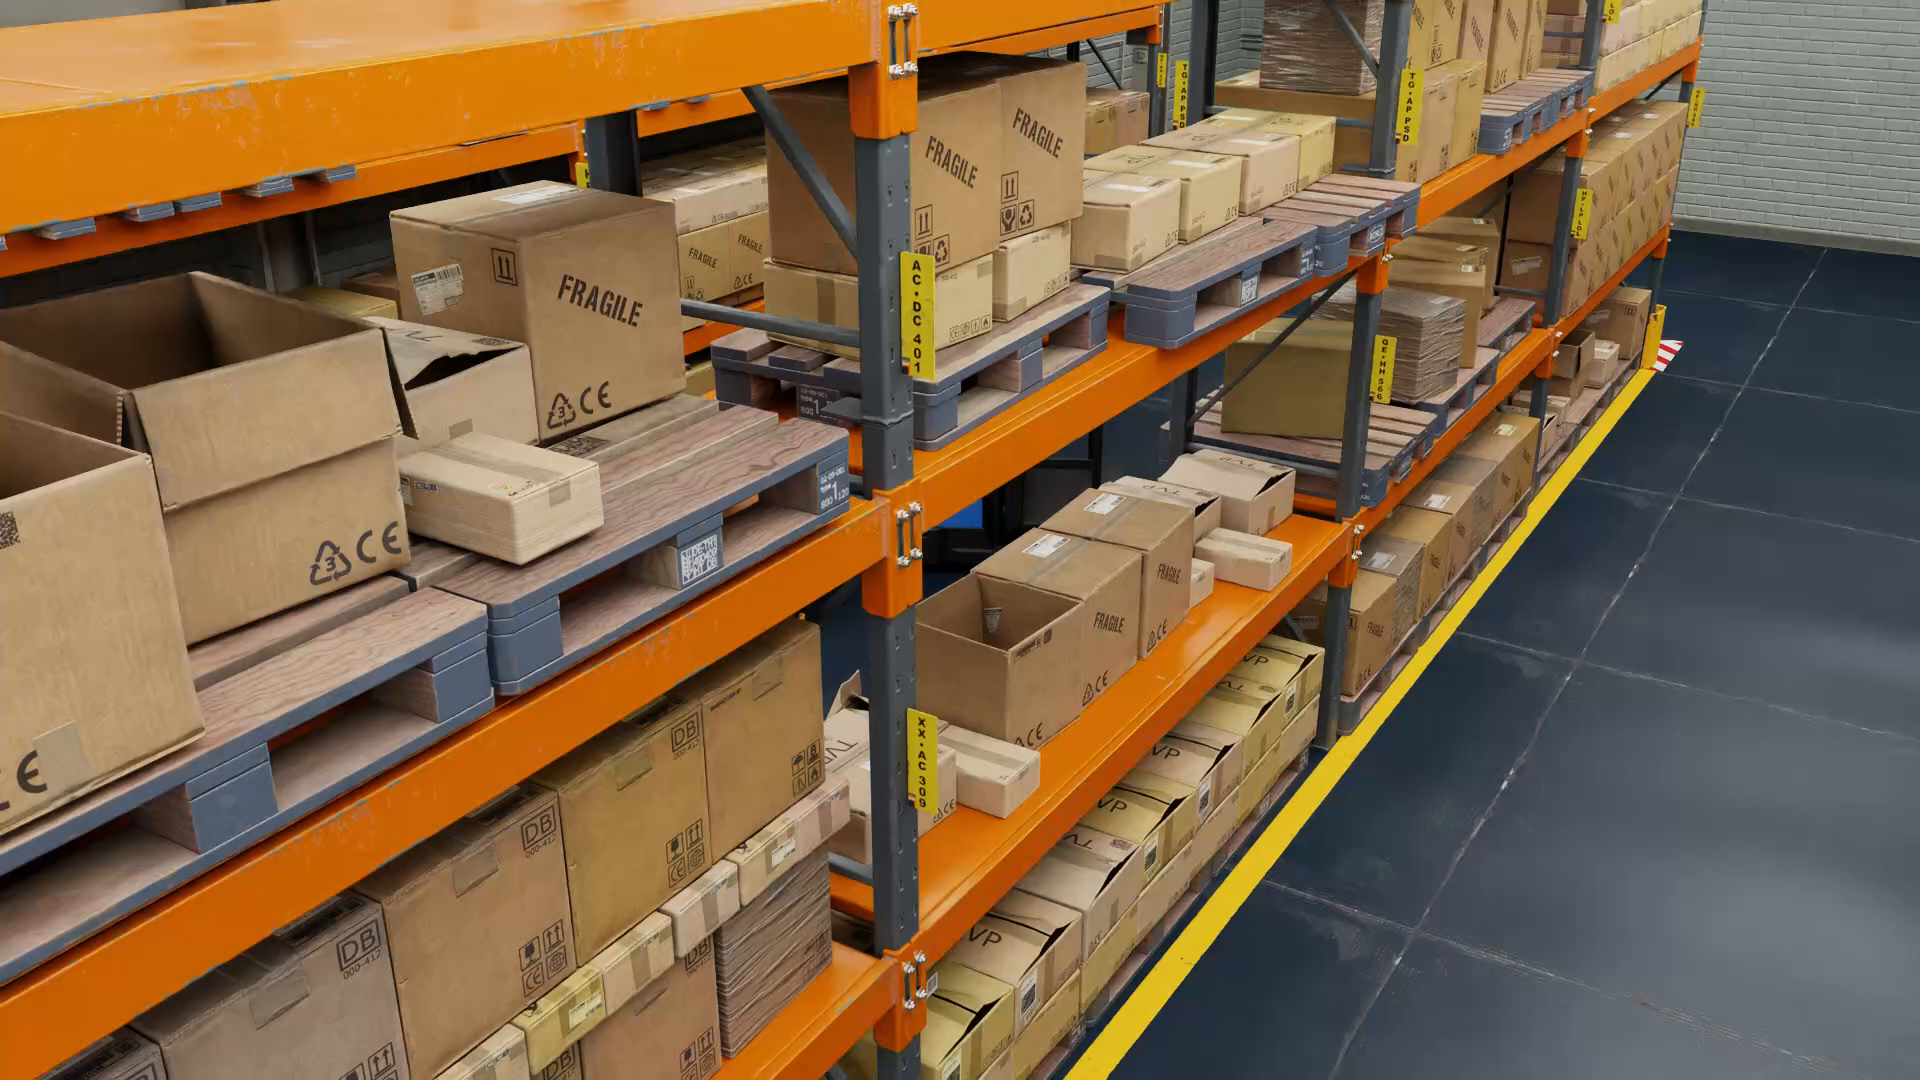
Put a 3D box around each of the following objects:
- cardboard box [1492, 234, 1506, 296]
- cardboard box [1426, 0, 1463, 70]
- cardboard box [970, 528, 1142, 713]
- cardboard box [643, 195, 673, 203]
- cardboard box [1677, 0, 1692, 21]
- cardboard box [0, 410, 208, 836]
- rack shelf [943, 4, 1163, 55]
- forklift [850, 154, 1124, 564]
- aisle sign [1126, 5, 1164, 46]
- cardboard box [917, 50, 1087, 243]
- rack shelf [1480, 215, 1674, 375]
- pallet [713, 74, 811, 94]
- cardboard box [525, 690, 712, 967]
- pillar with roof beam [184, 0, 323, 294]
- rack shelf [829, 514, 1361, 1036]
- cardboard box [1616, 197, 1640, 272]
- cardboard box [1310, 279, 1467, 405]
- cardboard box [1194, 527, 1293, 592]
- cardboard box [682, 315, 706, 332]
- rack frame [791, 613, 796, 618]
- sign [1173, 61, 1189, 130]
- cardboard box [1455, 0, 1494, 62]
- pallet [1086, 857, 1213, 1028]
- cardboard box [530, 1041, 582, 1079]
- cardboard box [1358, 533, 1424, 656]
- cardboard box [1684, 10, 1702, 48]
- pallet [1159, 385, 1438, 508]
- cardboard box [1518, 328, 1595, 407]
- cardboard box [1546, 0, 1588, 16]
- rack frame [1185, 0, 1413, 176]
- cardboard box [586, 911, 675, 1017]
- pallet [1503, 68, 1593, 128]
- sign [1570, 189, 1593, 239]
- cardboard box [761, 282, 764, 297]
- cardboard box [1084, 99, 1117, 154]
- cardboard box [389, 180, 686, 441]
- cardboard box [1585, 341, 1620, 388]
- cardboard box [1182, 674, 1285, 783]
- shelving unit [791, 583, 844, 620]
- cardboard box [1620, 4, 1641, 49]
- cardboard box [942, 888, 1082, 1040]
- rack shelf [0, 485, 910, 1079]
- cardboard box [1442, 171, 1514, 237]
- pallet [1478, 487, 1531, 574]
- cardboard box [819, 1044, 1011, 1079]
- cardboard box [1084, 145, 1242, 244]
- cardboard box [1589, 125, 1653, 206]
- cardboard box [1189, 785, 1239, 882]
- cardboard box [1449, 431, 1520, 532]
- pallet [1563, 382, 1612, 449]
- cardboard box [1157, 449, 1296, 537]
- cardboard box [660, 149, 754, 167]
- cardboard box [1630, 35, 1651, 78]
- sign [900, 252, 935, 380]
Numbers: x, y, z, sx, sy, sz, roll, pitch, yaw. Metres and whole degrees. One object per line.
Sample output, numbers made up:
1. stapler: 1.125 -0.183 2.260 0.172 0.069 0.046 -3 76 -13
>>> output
1. cardboard box: 3.685 -2.009 11.989 0.500 0.500 0.500 14 27 30
2. cardboard box: 2.303 -2.762 8.695 0.500 0.500 0.500 14 27 29
3. cardboard box: 0.381 0.311 6.630 0.500 0.500 0.500 14 27 29
4. cardboard box: -2.207 -2.072 10.791 0.500 0.250 0.500 15 27 30
5. cardboard box: 5.432 -4.232 13.034 0.500 0.250 0.500 14 27 29
6. cardboard box: -1.582 0.127 2.575 0.500 0.500 0.500 14 27 29
7. rack shelf: 0.484 -4.499 14.997 1.077 0.370 4.000 14 27 29
8. forklift: 0.623 -1.332 10.637 3.031 2.935 1.130 1 23 3
9. aisle sign: 1.832 -5.282 16.403 0.394 0.787 0.004 14 27 29
10. cardboard box: 0.059 -1.282 5.377 0.500 0.500 0.500 17 29 34
11. rack shelf: 4.694 -2.086 13.197 1.077 0.370 4.000 14 27 29
12. pallet: -1.799 -3.324 11.614 1.003 0.211 1.213 15 28 31
13. cardboard box: -1.075 0.640 4.237 0.700 0.500 0.500 14 27 29
14. pillar with roof beam: -0.444 -3.021 6.901 9.100 9.000 0.400 14 27 29
15. rack shelf: 0.475 0.614 6.960 1.077 0.370 4.000 14 27 29
16. cardboard box: 4.940 -2.415 12.928 0.500 0.500 0.500 13 27 28
17. cardboard box: 2.411 -1.134 9.440 0.700 0.500 0.500 20 31 39
18. cardboard box: 1.290 0.086 7.592 0.380 0.149 0.250 14 27 29
19. cardboard box: -1.958 -1.539 11.321 0.380 0.149 0.250 15 27 31
20. rack frame: -1.194 -0.034 9.440 0.500 1.500 0.032 5 24 12
21. sign: 1.070 -2.119 7.942 0.100 0.325 0.005 14 27 29
22. cardboard box: 2.610 -2.796 9.378 0.600 0.600 0.600 13 26 27
23. pallet: 0.418 1.569 7.360 1.003 0.211 1.213 14 27 29
24. cardboard box: -1.350 1.412 4.086 0.700 0.500 0.500 14 27 30
25. cardboard box: 2.284 0.283 9.413 0.500 0.500 0.500 13 27 27
26. cardboard box: 5.702 -4.170 13.520 0.500 0.250 0.500 14 27 29
27. pallet: 1.827 -0.546 8.977 1.213 0.211 1.003 14 27 29
28. cardboard box: 4.626 -1.432 13.371 0.797 0.503 0.637 14 27 29
29. cardboard box: 3.864 -3.794 11.078 0.700 0.500 0.500 14 27 29
30. rack frame: 1.529 -3.144 7.185 1.000 3.000 0.127 14 27 29
31. cardboard box: -0.948 1.013 4.191 0.380 0.149 0.250 14 27 29
32. pallet: 3.236 -2.826 10.462 1.213 0.211 1.003 14 27 29
33. sign: 4.113 -2.157 10.999 0.100 0.325 0.005 14 27 29
34. cardboard box: -1.511 -1.904 12.163 0.380 0.149 0.250 14 27 29
35. cardboard box: 0.904 -3.843 15.974 0.980 0.700 0.700 14 27 29
36. cardboard box: -1.070 -0.605 4.266 0.500 0.500 0.500 16 28 33
37. cardboard box: 5.145 -1.481 13.803 0.500 0.250 0.500 14 27 29
38. cardboard box: 1.194 0.826 7.792 0.500 0.311 0.500 13 27 28
39. shelving unit: -1.078 -0.234 9.903 0.587 1.500 1.083 5 24 12
40. cardboard box: 4.369 -3.559 11.479 0.500 0.250 0.500 14 27 29
41. cardboard box: 0.118 1.516 6.199 0.500 0.311 0.500 14 27 28
42. rack shelf: -1.635 0.588 3.246 1.077 0.370 4.000 14 27 29
43. cardboard box: 3.686 -2.470 11.796 0.500 0.500 0.500 14 27 29
44. pallet: 3.243 -0.179 11.397 1.003 0.211 1.213 14 27 29
45. cardboard box: -0.157 1.944 5.916 0.500 0.250 0.500 13 27 28
46. cardboard box: 0.765 -1.355 6.488 0.500 0.250 0.500 13 27 28
47. cardboard box: 4.942 -2.868 12.714 0.500 0.500 0.500 15 27 31
48. cardboard box: 0.922 1.251 7.517 0.500 0.250 0.500 15 27 30
49. cardboard box: 3.355 -0.404 11.000 0.500 0.500 0.500 14 27 29
50. pallet: 4.645 -1.106 13.539 1.003 0.211 1.213 14 27 29
51. cardboard box: 1.301 -0.236 8.132 0.500 0.311 0.500 16 28 32
52. cardboard box: -1.844 -2.689 12.217 0.500 0.250 0.500 13 27 28
53. cardboard box: 4.638 -3.497 11.966 0.500 0.250 0.500 14 27 29
54. sign: -0.108 -0.575 4.276 0.100 0.325 0.005 14 27 29
